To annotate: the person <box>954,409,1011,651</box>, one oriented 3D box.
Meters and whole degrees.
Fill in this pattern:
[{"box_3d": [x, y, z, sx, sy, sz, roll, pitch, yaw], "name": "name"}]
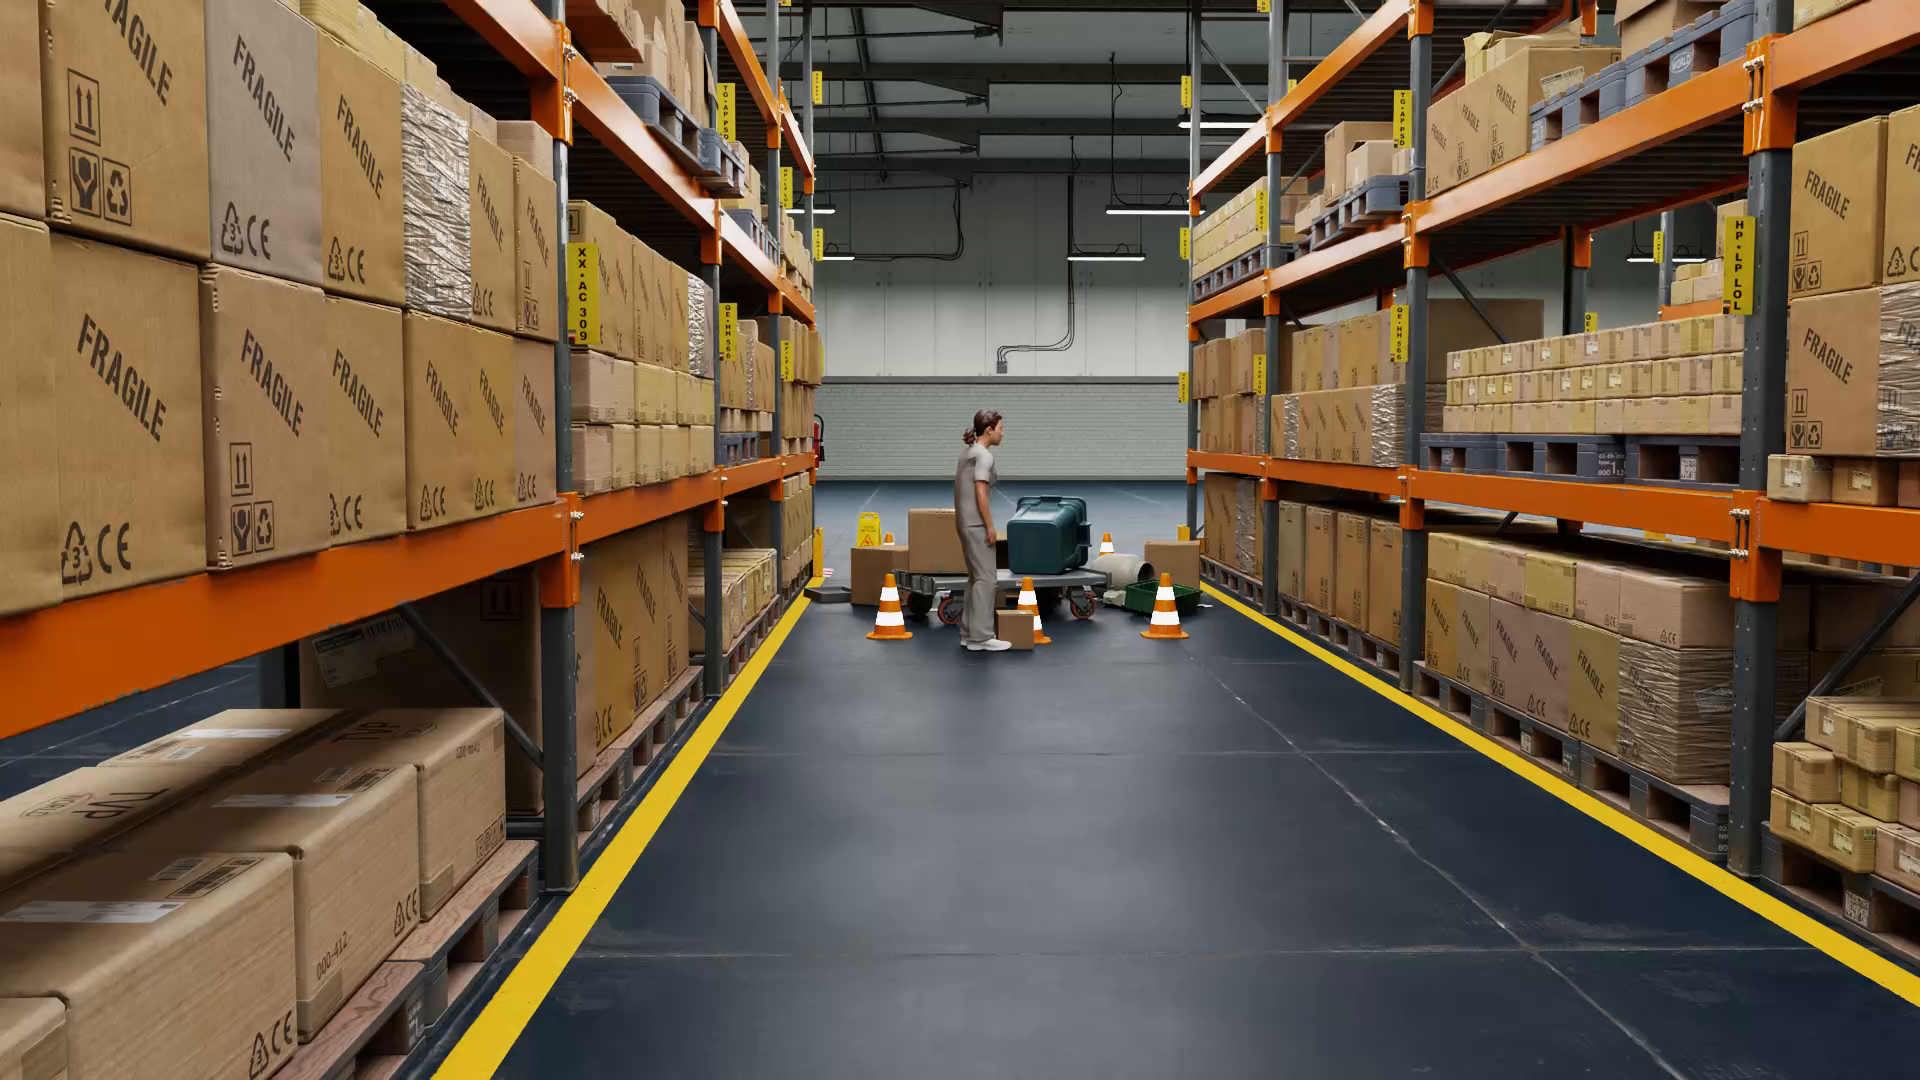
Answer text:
[{"box_3d": [0.145, -0.079, 11.637, 0.353, 1.673, 0.491, -1, 4, -11], "name": "person"}]
